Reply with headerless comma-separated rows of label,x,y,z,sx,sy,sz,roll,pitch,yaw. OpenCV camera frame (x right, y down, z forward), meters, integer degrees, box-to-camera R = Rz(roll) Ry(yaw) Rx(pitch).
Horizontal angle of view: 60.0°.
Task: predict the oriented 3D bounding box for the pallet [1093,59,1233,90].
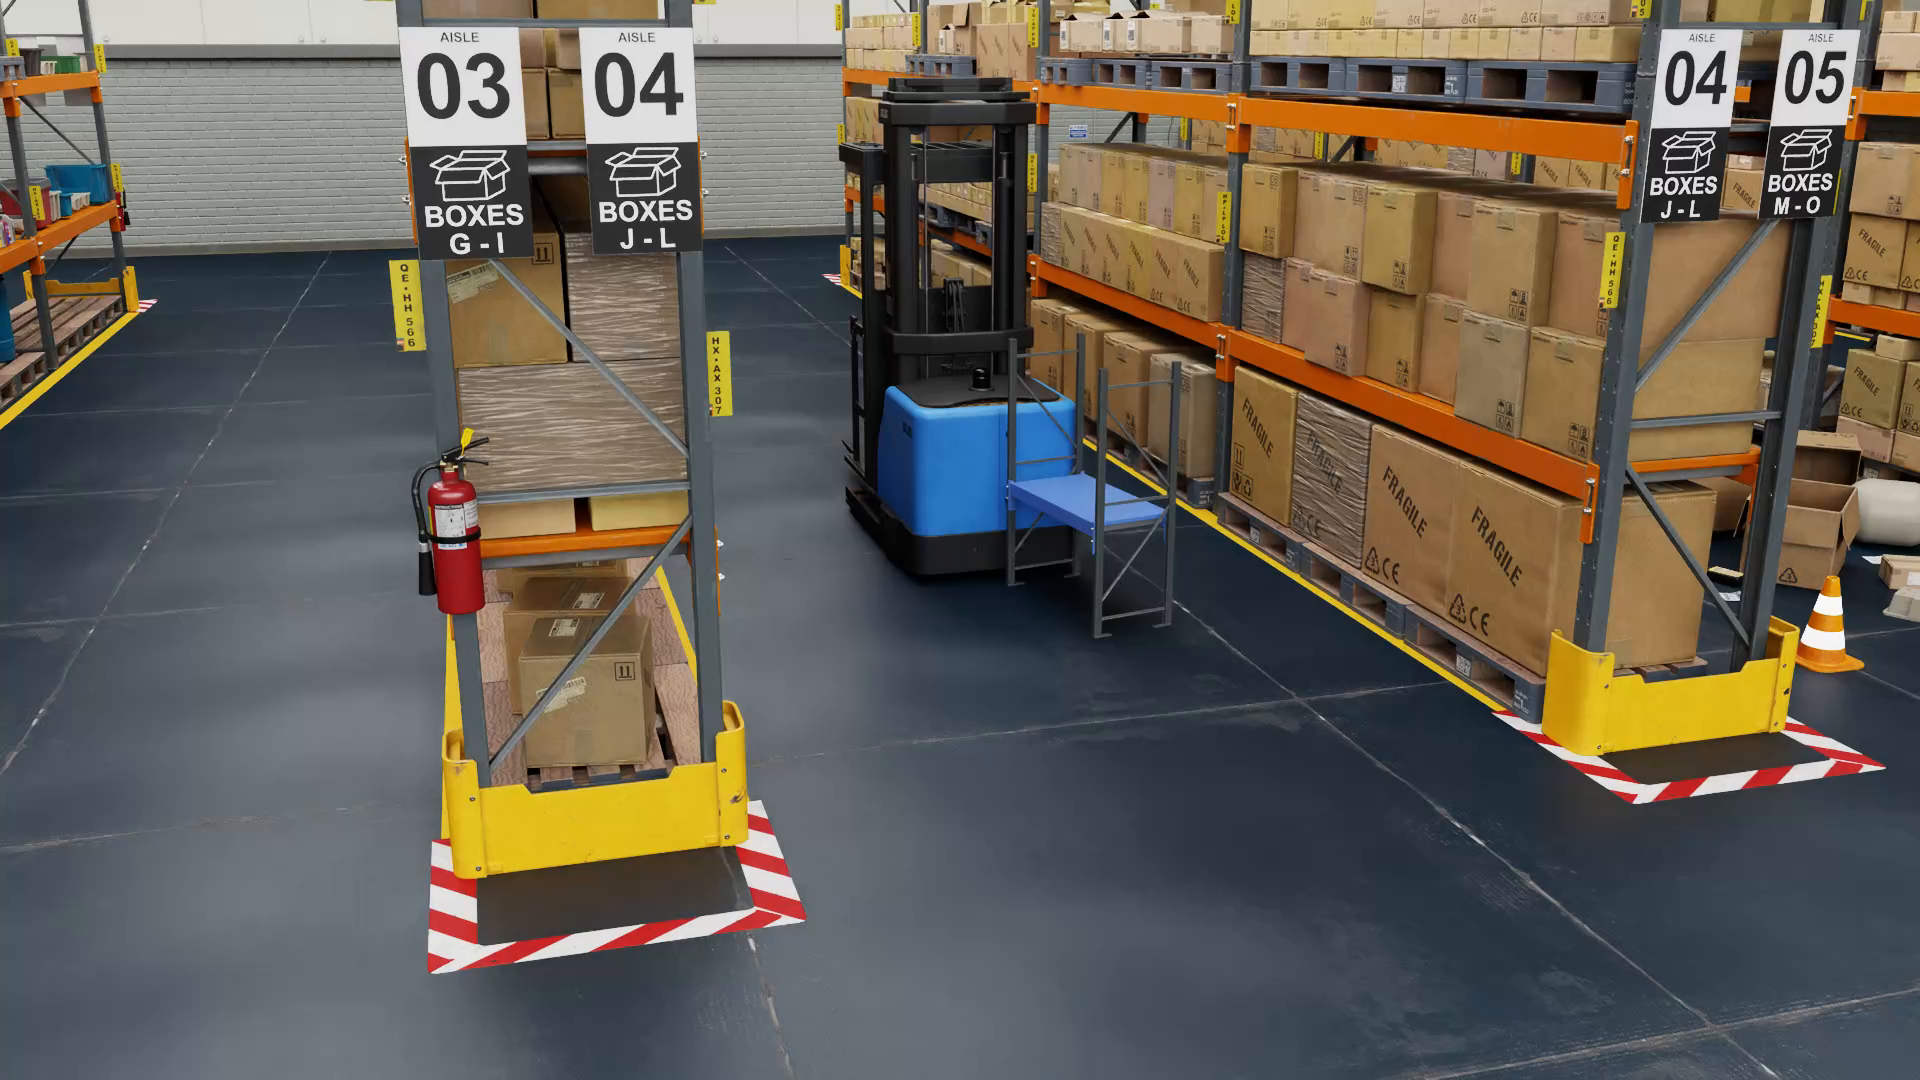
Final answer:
pallet,1.691,-3.615,12.886,1.003,0.211,1.213,-4,17,-13

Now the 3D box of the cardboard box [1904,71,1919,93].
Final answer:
cardboard box,6.849,-3.198,11.608,0.380,0.149,0.250,-5,17,-15

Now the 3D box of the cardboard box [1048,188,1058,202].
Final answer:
cardboard box,1.060,-3.273,15.824,0.380,0.149,0.250,-5,18,-17

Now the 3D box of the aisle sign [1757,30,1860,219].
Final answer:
aisle sign,3.659,-1.788,7.172,0.394,0.787,0.004,-5,17,-15

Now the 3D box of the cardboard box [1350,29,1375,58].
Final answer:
cardboard box,2.377,-2.731,9.148,0.380,0.149,0.250,-5,17,-15

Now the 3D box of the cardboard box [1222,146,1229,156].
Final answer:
cardboard box,3.830,-4.996,22.198,0.500,0.500,0.500,-5,17,-16

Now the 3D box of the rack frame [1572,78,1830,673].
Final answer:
rack frame,3.351,-0.539,7.532,1.000,3.000,0.127,-5,17,-15

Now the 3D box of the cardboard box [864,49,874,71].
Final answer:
cardboard box,-0.874,-5.897,20.418,0.500,0.250,0.500,-5,18,-17

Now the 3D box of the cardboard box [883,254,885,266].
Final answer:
cardboard box,-0.724,-3.412,20.287,0.380,0.149,0.250,-5,18,-17

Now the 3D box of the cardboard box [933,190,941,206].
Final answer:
cardboard box,-0.066,-3.578,17.358,0.380,0.149,0.250,-5,17,-15

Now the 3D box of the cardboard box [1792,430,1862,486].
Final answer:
cardboard box,5.970,-0.465,11.626,0.500,0.500,0.500,7,18,23

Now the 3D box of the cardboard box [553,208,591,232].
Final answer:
cardboard box,-1.465,-1.156,7.159,0.500,0.500,0.500,-5,17,-15

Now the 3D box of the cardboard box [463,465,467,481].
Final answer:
cardboard box,-1.909,-0.251,7.011,0.380,0.149,0.250,-5,17,-15

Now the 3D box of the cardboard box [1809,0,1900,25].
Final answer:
cardboard box,6.702,-4.020,12.569,0.500,0.250,0.500,-4,17,-14

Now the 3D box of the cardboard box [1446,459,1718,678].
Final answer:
cardboard box,3.101,0.095,8.384,0.875,0.875,0.875,-5,17,-15

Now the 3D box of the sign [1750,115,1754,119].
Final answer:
sign,10.089,-5.270,21.271,0.100,0.325,0.005,-5,17,-15

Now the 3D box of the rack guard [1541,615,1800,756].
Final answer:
rack guard,3.358,0.665,7.869,1.175,0.500,0.348,-5,17,-15

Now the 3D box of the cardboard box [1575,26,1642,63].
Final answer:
cardboard box,2.934,-2.169,7.279,0.380,0.149,0.250,-5,17,-15

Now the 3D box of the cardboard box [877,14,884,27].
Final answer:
cardboard box,-0.765,-6.142,19.671,0.380,0.149,0.250,-5,17,-16

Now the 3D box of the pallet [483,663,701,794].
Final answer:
pallet,-1.656,0.912,7.548,1.003,0.211,1.213,-5,17,-15

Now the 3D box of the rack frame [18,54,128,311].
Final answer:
rack frame,-10.605,-4.209,19.749,1.000,3.000,0.127,-5,17,-15

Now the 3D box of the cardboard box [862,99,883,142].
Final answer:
cardboard box,-0.912,-5.204,20.633,0.500,0.500,0.500,-5,17,-16

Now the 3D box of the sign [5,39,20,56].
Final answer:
sign,-8.976,-4.586,15.776,0.100,0.325,0.005,-5,17,-15

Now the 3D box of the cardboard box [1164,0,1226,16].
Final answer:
cardboard box,1.900,-4.026,12.851,0.500,0.500,0.500,-5,17,-15

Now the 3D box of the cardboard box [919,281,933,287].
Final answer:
cardboard box,-0.339,-2.898,19.095,0.380,0.149,0.250,-4,17,-14

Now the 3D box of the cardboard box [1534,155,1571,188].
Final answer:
cardboard box,5.785,-3.420,15.702,0.500,0.500,0.500,-5,17,-17

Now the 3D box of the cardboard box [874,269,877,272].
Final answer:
cardboard box,-1.019,-3.417,21.338,0.380,0.149,0.250,-4,17,-15

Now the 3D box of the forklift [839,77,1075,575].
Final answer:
forklift,-0.170,-1.578,11.111,1.130,2.935,3.031,-5,17,-15

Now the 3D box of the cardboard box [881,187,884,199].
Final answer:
cardboard box,-0.749,-4.225,20.240,0.380,0.149,0.250,-4,17,-14

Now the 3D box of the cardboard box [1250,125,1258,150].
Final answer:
cardboard box,3.979,-5.333,21.581,0.500,0.500,0.500,-5,17,-15

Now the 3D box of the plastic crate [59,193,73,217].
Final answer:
plastic crate,-9.794,-3.610,17.941,0.416,0.233,0.300,-5,17,-15

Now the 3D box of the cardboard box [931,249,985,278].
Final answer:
cardboard box,0.002,-2.996,18.023,0.500,0.250,0.500,-5,18,-18

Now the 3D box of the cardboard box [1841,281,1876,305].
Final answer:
cardboard box,6.762,-1.832,12.273,0.380,0.149,0.250,-5,17,-16

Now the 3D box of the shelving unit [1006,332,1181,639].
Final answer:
shelving unit,0.734,-0.342,9.483,0.538,1.500,1.048,-8,19,-25

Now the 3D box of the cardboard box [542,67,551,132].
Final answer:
cardboard box,-1.477,-1.835,6.895,0.500,0.250,0.500,-5,17,-16

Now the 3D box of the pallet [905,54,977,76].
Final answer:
pallet,0.121,-5.026,17.581,1.213,0.211,1.003,-5,17,-15

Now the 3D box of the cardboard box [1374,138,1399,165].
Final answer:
cardboard box,4.931,-4.382,18.415,0.500,0.500,0.500,-5,17,-17

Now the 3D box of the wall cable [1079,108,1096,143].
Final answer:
wall cable,2.114,-7.443,28.697,0.585,1.953,0.123,-5,17,-15

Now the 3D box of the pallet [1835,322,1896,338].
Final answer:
pallet,10.487,-2.438,18.703,1.003,0.211,1.213,-5,17,-15

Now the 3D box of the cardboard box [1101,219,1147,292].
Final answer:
cardboard box,1.432,-2.236,13.008,0.500,0.500,0.500,-5,17,-16

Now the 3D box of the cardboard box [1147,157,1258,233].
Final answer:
cardboard box,1.828,-2.591,12.451,0.700,0.500,0.500,-5,17,-15

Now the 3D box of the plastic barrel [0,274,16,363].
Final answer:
plastic barrel,-9.373,-2.147,15.802,0.600,0.901,0.708,-5,17,-15

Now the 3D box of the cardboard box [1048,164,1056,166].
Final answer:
cardboard box,0.784,-3.693,16.706,0.380,0.149,0.250,-5,17,-16

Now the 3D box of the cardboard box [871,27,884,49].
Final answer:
cardboard box,-0.763,-6.002,19.897,0.500,0.250,0.500,-5,18,-17

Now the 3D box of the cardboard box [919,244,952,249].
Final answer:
cardboard box,-0.312,-3.677,21.169,0.380,0.149,0.250,-4,17,-13

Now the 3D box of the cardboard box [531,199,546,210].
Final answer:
cardboard box,-2.112,-1.253,7.480,0.500,0.500,0.500,-5,17,-15

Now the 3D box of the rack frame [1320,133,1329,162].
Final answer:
rack frame,4.785,-4.277,19.978,1.000,3.000,0.127,-5,17,-15

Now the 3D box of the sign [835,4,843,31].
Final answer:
sign,-1.568,-6.777,21.565,0.100,0.325,0.005,-5,17,-15

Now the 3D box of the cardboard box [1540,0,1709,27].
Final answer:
cardboard box,2.948,-2.408,7.381,0.500,0.250,0.500,-4,17,-15

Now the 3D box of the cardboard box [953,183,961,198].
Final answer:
cardboard box,0.151,-3.504,16.592,0.380,0.149,0.250,-5,17,-16

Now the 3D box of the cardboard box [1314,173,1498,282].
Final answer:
cardboard box,2.599,-1.826,9.680,0.875,0.550,0.550,-5,17,-15

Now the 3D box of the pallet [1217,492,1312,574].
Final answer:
pallet,2.386,-0.093,10.896,1.003,0.211,1.213,-5,17,-15

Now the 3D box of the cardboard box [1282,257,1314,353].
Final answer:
cardboard box,2.538,-1.466,10.357,0.875,0.550,0.550,-5,17,-15

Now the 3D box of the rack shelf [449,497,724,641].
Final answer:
rack shelf,-1.995,-0.383,8.265,1.077,0.370,4.000,-5,17,-15

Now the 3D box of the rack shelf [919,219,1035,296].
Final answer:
rack shelf,0.603,-2.960,16.844,1.077,0.370,4.000,-5,17,-15

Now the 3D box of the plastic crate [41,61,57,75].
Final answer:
plastic crate,-9.799,-4.967,17.518,0.437,0.136,0.530,-5,17,-15
